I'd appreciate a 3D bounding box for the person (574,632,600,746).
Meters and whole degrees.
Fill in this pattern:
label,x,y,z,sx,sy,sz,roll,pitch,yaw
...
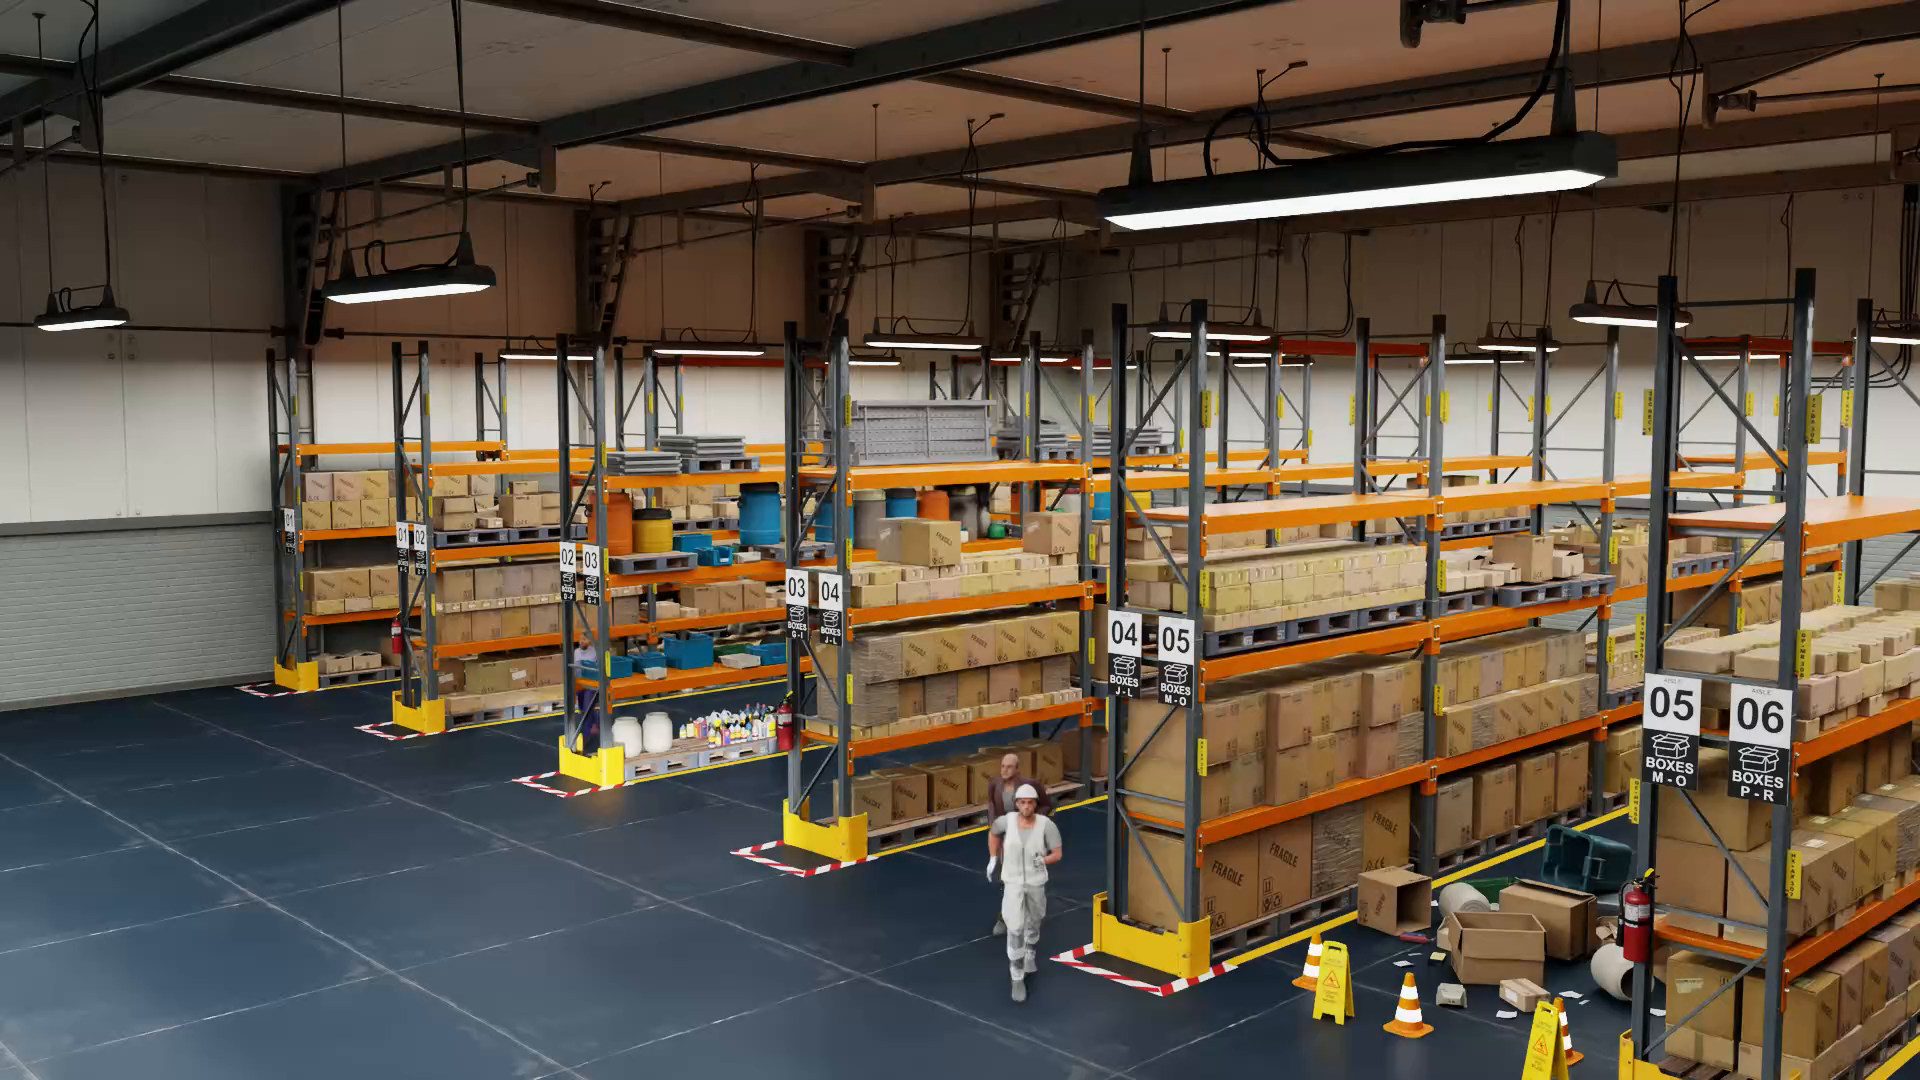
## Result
label,x,y,z,sx,sy,sz,roll,pitch,yaw
person,-5.549,2.179,24.766,0.598,1.652,0.933,1,5,14

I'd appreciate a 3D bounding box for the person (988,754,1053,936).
label,x,y,z,sx,sy,sz,roll,pitch,yaw
person,0.570,2.924,16.222,0.693,1.734,0.787,2,5,23

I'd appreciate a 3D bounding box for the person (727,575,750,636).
label,x,y,z,sx,sy,sz,roll,pitch,yaw
person,-4.427,1.467,33.416,0.601,1.628,0.539,3,6,35

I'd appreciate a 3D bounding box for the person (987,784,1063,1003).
label,x,y,z,sx,sy,sz,roll,pitch,yaw
person,0.560,3.018,14.450,0.644,1.845,0.877,0,5,-1
